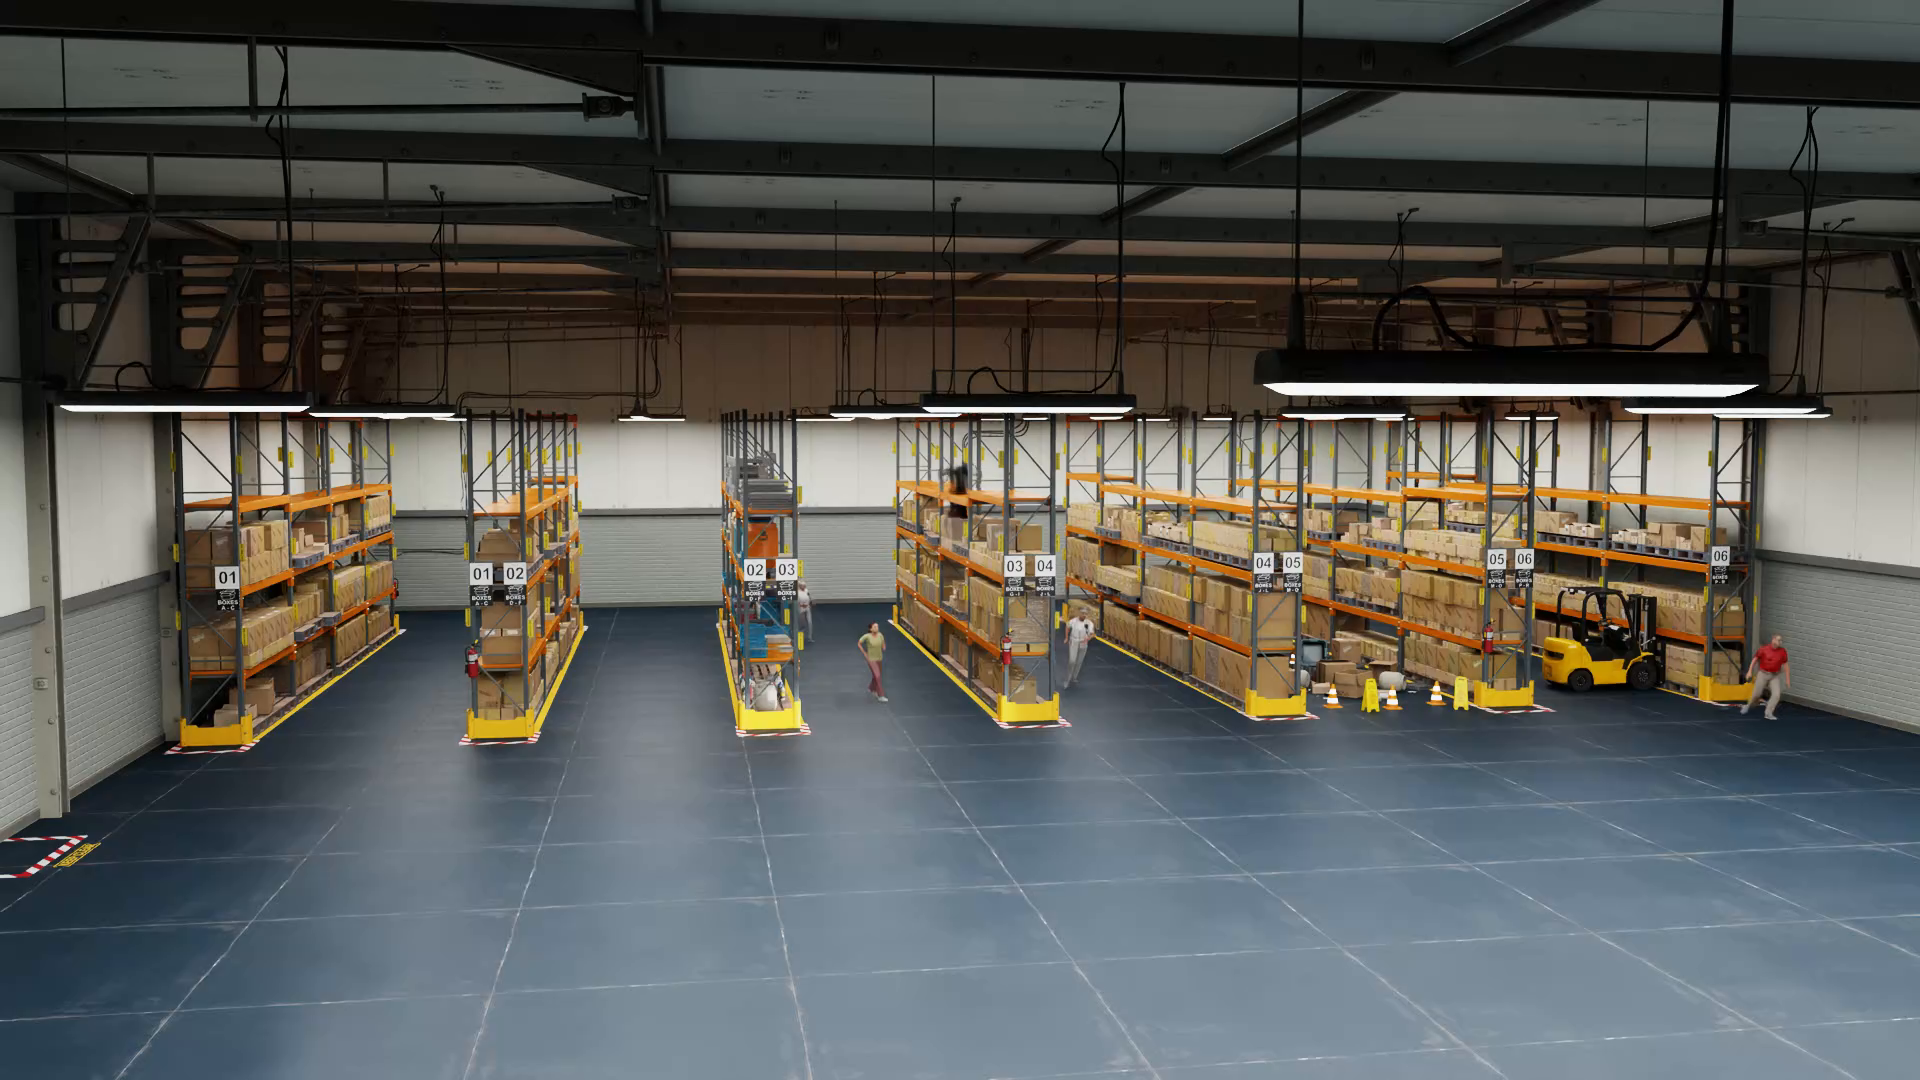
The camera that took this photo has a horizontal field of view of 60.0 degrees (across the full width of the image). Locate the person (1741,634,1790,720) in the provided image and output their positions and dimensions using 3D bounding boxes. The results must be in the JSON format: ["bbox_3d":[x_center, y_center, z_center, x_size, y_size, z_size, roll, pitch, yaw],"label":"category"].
[{"bbox_3d":[15.664,2.630,32.353,0.750,1.667,0.728,0,4,0],"label":"person"}]

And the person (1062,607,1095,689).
[{"bbox_3d":[2.559,2.315,36.250,0.732,1.755,0.836,0,4,-3],"label":"person"}]

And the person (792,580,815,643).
[{"bbox_3d":[-4.155,1.858,43.692,0.624,1.658,0.834,-3,5,-39],"label":"person"}]

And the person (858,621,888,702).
[{"bbox_3d":[-1.788,2.486,34.346,0.578,1.641,0.859,-3,5,-36],"label":"person"}]
